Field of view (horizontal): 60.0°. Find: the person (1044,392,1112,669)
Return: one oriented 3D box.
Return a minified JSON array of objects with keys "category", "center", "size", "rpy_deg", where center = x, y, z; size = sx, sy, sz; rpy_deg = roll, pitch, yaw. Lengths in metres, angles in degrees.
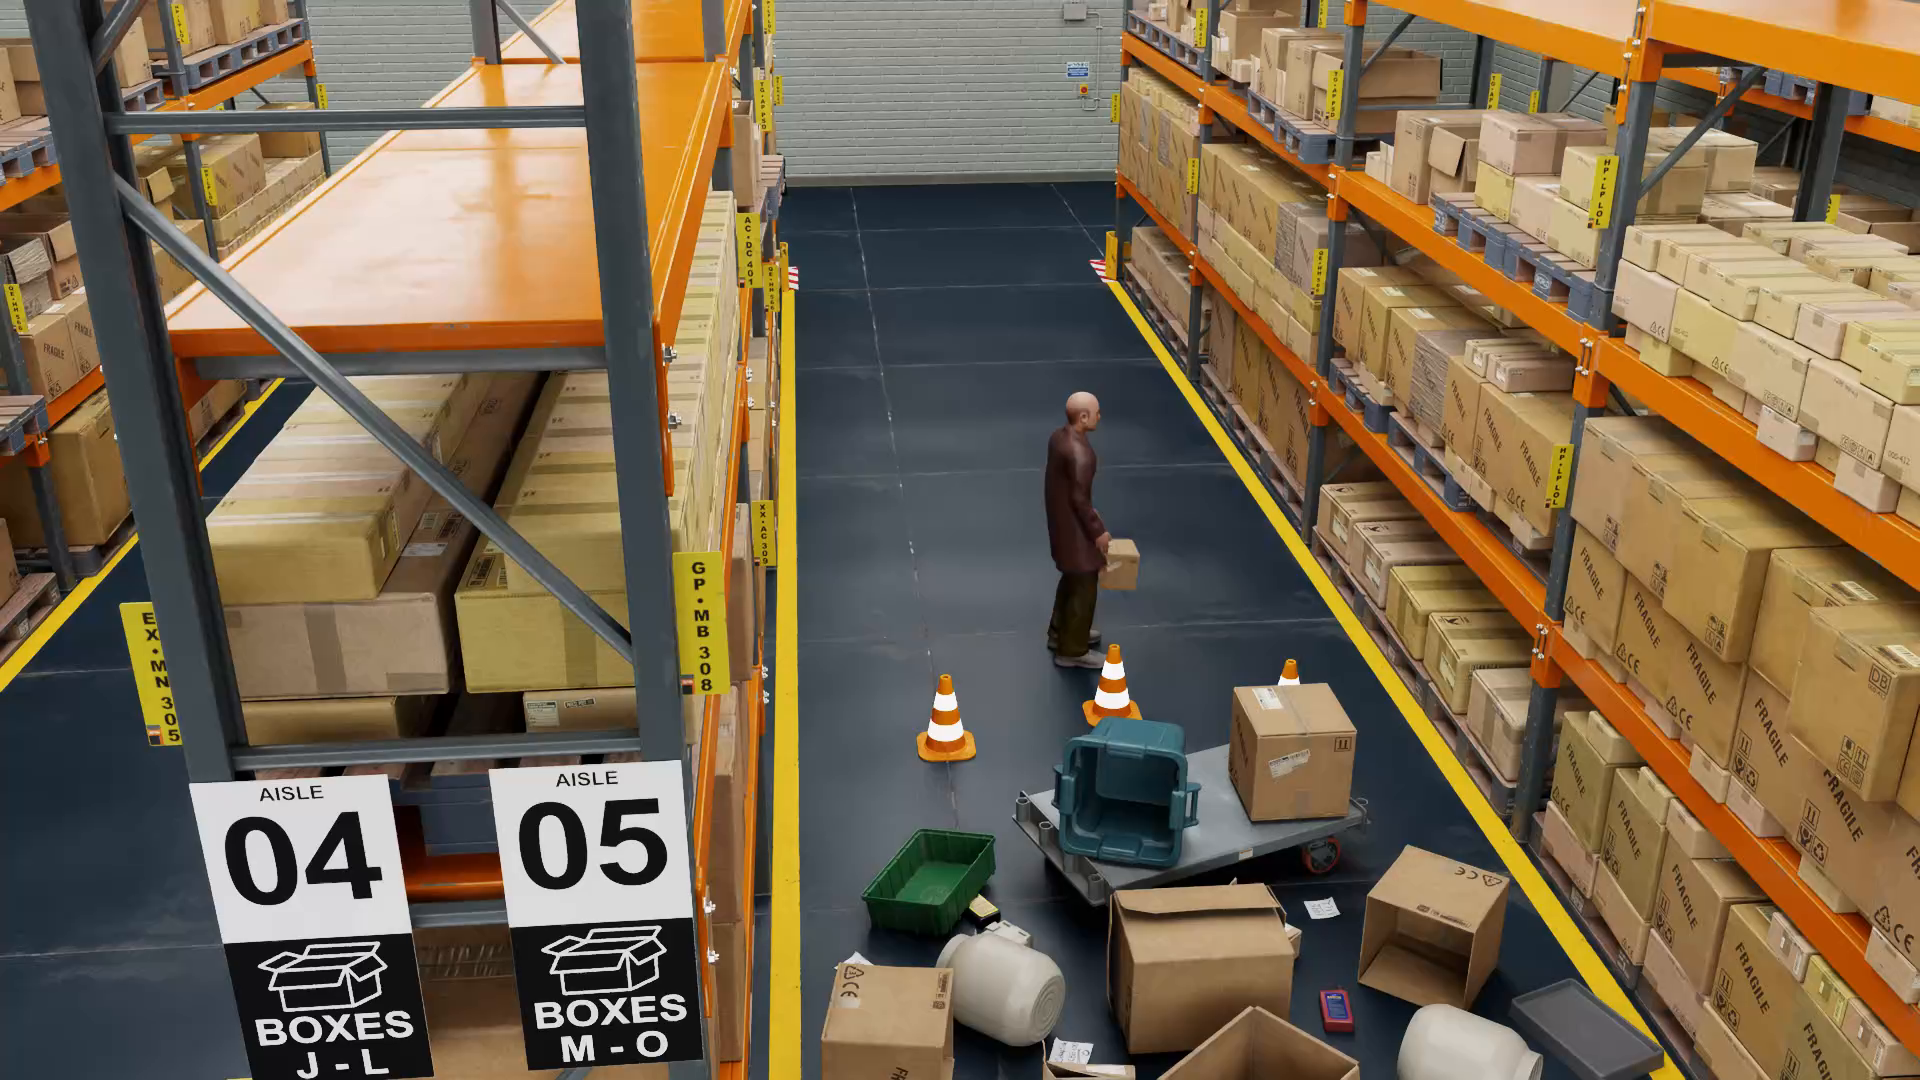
[{"category":"person","center":[0.747,-0.082,10.540],"size":[0.424,1.779,0.587],"rpy_deg":[-3,24,-6]}]
